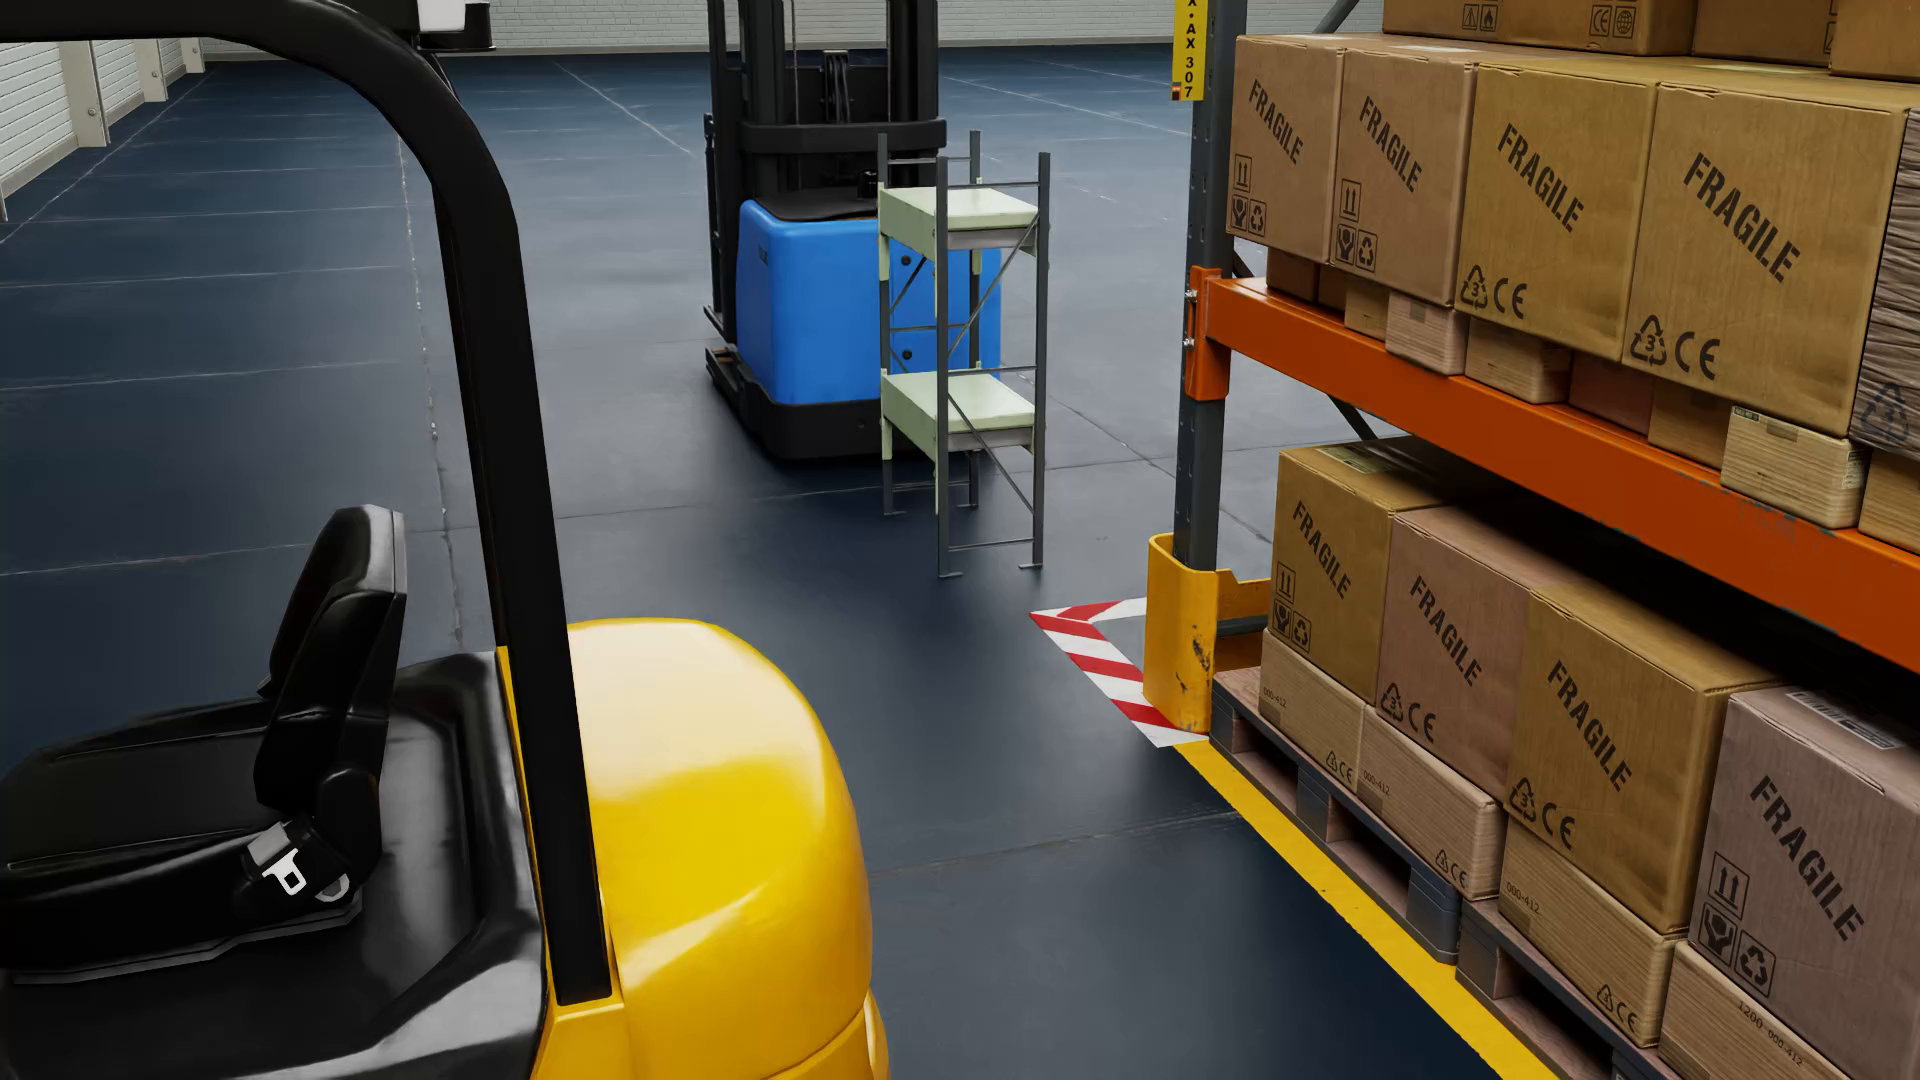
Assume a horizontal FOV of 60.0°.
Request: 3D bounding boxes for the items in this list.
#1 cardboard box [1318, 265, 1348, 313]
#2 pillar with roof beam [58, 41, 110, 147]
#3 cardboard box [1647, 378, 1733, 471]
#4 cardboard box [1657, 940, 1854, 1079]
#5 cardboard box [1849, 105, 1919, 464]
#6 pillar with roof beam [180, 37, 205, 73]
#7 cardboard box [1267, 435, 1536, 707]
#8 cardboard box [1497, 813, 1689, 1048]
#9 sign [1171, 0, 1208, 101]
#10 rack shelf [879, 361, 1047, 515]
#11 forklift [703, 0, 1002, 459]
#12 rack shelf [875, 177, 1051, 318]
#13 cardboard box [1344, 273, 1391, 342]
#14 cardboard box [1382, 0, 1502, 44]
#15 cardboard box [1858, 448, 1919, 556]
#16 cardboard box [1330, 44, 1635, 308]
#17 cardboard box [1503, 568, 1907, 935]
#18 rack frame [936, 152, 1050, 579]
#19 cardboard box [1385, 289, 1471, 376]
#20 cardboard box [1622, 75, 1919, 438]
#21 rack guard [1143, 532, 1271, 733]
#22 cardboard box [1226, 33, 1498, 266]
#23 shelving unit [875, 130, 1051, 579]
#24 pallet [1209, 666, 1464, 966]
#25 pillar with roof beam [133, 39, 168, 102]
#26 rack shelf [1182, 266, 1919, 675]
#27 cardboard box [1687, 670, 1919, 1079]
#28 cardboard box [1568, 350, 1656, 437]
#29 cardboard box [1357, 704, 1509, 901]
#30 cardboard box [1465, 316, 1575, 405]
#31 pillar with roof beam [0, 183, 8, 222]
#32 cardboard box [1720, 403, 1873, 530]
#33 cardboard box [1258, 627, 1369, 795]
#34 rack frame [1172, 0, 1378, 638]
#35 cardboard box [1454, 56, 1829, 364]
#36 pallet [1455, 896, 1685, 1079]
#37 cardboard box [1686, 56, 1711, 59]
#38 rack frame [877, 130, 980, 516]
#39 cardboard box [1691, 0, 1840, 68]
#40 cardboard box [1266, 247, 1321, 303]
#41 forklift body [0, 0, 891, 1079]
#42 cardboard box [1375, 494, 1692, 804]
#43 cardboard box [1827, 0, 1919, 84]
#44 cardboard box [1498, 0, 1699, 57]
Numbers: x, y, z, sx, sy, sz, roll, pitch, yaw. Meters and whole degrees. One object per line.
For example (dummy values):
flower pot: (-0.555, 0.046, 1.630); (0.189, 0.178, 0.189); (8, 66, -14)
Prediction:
cardboard box: (1.132, -0.655, 4.174); (0.380, 0.149, 0.250); (-6, 21, -16)
pillar with roof beam: (-5.790, -9.193, 18.699); (9.100, 9.000, 0.400); (-6, 21, -17)
cardboard box: (1.482, -0.229, 2.989); (0.380, 0.149, 0.250); (-7, 21, -19)
cardboard box: (1.612, 0.902, 2.915); (0.500, 0.250, 0.500); (-6, 21, -16)
cardboard box: (1.674, -0.334, 2.321); (0.500, 0.500, 0.500); (-6, 21, -16)
pillar with roof beam: (-9.562, -13.044, 29.420); (9.100, 9.000, 0.400); (-6, 21, -17)
cardboard box: (1.127, 0.056, 4.161); (0.500, 0.500, 0.500); (-7, 21, -19)
cardboard box: (1.456, 0.739, 3.367); (0.500, 0.250, 0.500); (-5, 20, -14)
sign: (0.613, -1.333, 4.411); (0.100, 0.325, 0.005); (-6, 21, -17)
rack shelf: (-0.002, -0.401, 6.279); (0.431, 0.370, 0.720); (-6, 21, -17)
forklift: (-0.711, -2.191, 8.181); (1.130, 2.935, 3.031); (-6, 21, -15)
rack shelf: (-0.002, -1.075, 6.037); (0.431, 0.370, 0.720); (-6, 21, -17)
cardboard box: (1.138, -0.561, 3.913); (0.380, 0.149, 0.250); (-7, 21, -19)
cardboard box: (1.496, -1.501, 4.090); (0.700, 0.500, 0.500); (-7, 21, -19)
cardboard box: (1.621, -0.064, 2.528); (0.380, 0.149, 0.250); (-7, 21, -18)
cardboard box: (1.180, -0.823, 3.684); (0.500, 0.500, 0.500); (-6, 21, -16)
cardboard box: (1.446, 0.385, 3.245); (0.500, 0.500, 0.500); (-6, 21, -16)
rack frame: (0.113, -0.591, 5.842); (0.400, 1.500, 0.023); (-6, 21, -17)
cardboard box: (1.174, -0.475, 3.673); (0.380, 0.149, 0.250); (-6, 21, -16)
cardboard box: (1.509, -0.498, 2.777); (0.500, 0.500, 0.500); (-7, 21, -18)
rack guard: (1.152, 0.217, 5.073); (1.175, 0.500, 0.348); (-6, 21, -17)
cardboard box: (1.014, -0.989, 4.146); (0.500, 0.500, 0.500); (-7, 21, -18)
shelving unit: (-0.002, -0.708, 6.169); (0.431, 1.500, 0.755); (-6, 21, -17)
pallet: (1.374, 0.617, 4.385); (1.003, 0.211, 1.213); (-6, 21, -17)
pillar with roof beam: (-7.676, -11.119, 24.059); (9.100, 9.000, 0.400); (-6, 21, -17)
rack shelf: (1.757, -0.003, 3.053); (1.077, 0.370, 4.000); (-6, 21, -17)
cardboard box: (1.622, 0.555, 2.770); (0.500, 0.500, 0.500); (-5, 20, -14)
cardboard box: (1.427, -0.317, 3.233); (0.380, 0.149, 0.250); (-6, 21, -15)
cardboard box: (1.273, 0.566, 3.851); (0.500, 0.250, 0.500); (-6, 21, -15)
cardboard box: (1.287, -0.395, 3.452); (0.380, 0.149, 0.250); (-6, 21, -16)
pillar with roof beam: (-3.904, -7.268, 13.338); (9.100, 9.000, 0.400); (-6, 21, -17)
cardboard box: (1.505, -0.142, 2.747); (0.380, 0.149, 0.250); (-6, 21, -17)
cardboard box: (1.119, 0.401, 4.309); (0.500, 0.250, 0.500); (-7, 21, -18)
rack frame: (1.128, -0.984, 4.718); (1.000, 3.000, 0.127); (-6, 21, -17)
cardboard box: (1.341, -0.660, 3.229); (0.500, 0.500, 0.500); (-7, 21, -18)
pallet: (1.754, 1.008, 3.297); (1.003, 0.211, 1.213); (-6, 21, -17)
cardboard box: (1.713, -0.865, 3.799); (0.500, 0.500, 0.500); (-6, 21, -17)
rack frame: (-0.117, -0.825, 6.496); (0.400, 1.500, 0.023); (-6, 21, -17)
cardboard box: (1.906, -1.185, 3.210); (0.700, 0.500, 0.500); (-7, 21, -18)
cardboard box: (1.039, -0.735, 4.396); (0.380, 0.149, 0.250); (-6, 21, -17)
forklift body: (-1.255, 0.359, 2.235); (2.313, 2.155, 1.214); (-6, 21, -17)
cardboard box: (1.296, 0.223, 3.696); (0.500, 0.500, 0.500); (-7, 21, -19)
cardboard box: (1.931, -1.010, 2.724); (0.700, 0.500, 0.500); (-7, 21, -18)
cardboard box: (1.648, -1.337, 3.636); (0.700, 0.500, 0.500); (-6, 21, -17)
